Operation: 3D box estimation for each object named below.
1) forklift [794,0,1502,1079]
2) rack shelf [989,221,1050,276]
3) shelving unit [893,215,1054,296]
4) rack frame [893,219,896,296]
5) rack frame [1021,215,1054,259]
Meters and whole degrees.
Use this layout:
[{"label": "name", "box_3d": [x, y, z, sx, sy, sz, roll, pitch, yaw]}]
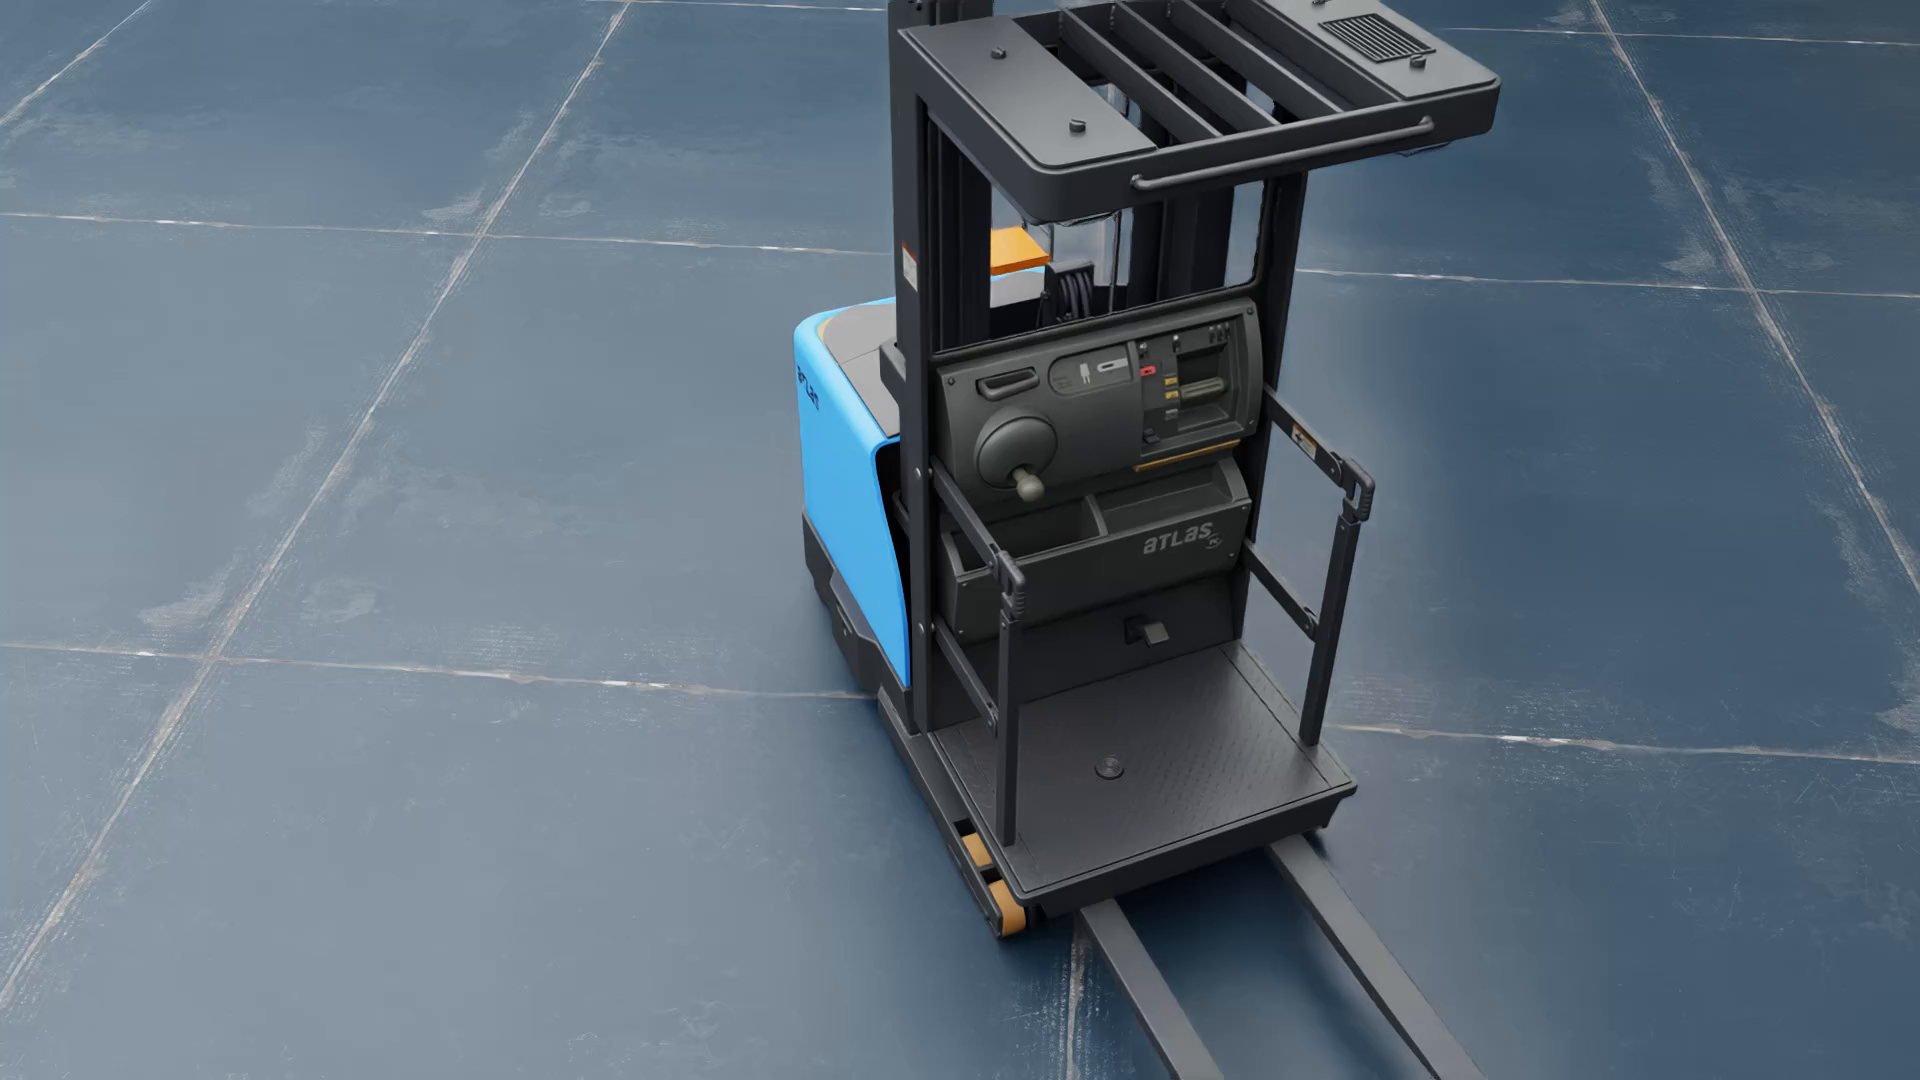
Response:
[{"label": "forklift", "box_3d": [0.477, -0.296, 4.292, 1.130, 2.935, 3.031, -15, 41, -18]}, {"label": "rack shelf", "box_3d": [0.046, -0.958, 5.853, 0.480, 0.148, 0.258, -15, 41, -18]}, {"label": "shelving unit", "box_3d": [0.048, -0.652, 6.099, 0.503, 1.200, 0.258, -15, 41, -18]}, {"label": "rack frame", "box_3d": [-0.177, -0.592, 6.025, 0.015, 1.200, 0.240, -15, 41, -18]}, {"label": "rack frame", "box_3d": [0.273, -0.712, 6.172, 0.015, 1.200, 0.240, -15, 41, -18]}]
